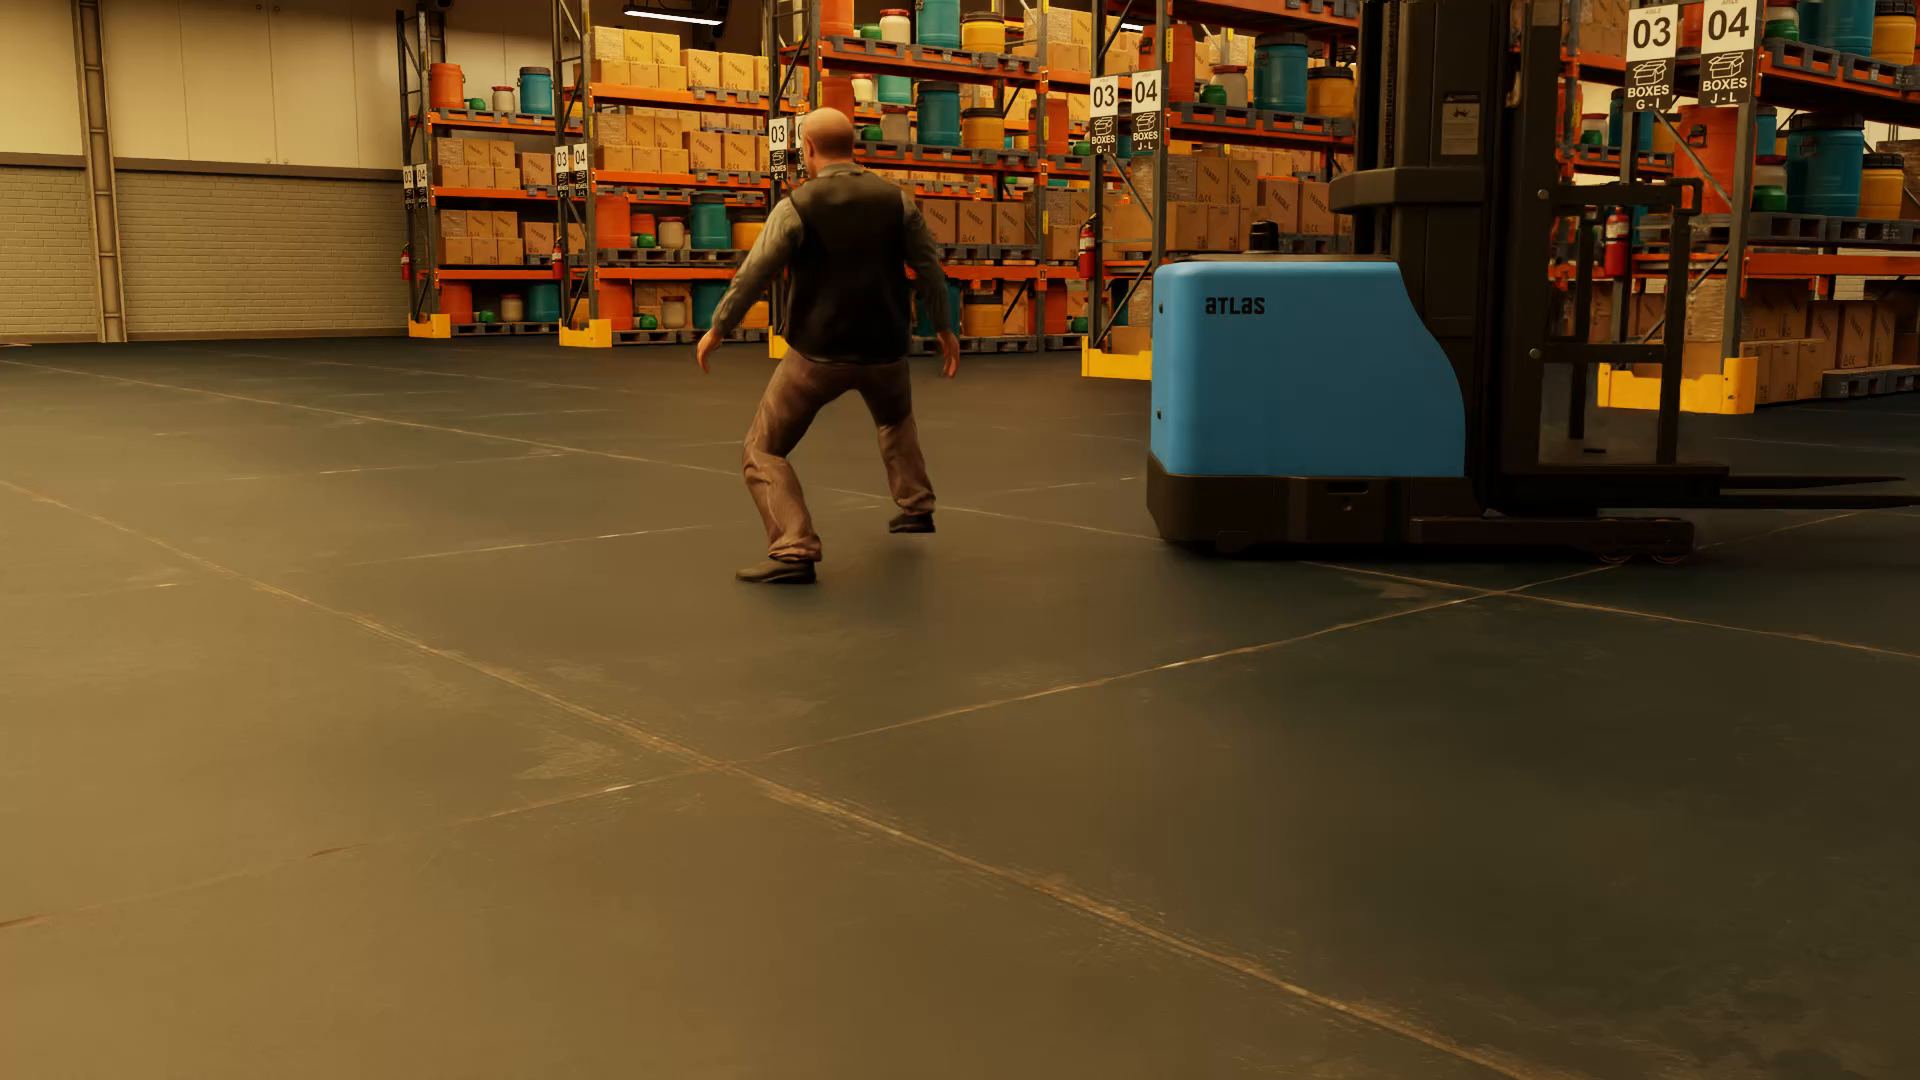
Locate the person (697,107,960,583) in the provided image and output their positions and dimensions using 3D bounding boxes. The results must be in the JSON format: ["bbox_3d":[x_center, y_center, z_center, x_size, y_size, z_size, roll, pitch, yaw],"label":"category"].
[{"bbox_3d":[-0.436,-0.685,5.835,0.927,1.607,0.636,-3,9,-21],"label":"person"}]

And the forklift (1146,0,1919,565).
[{"bbox_3d":[2.280,-1.443,6.282,3.031,2.935,1.130,0,9,2],"label":"forklift"}]
